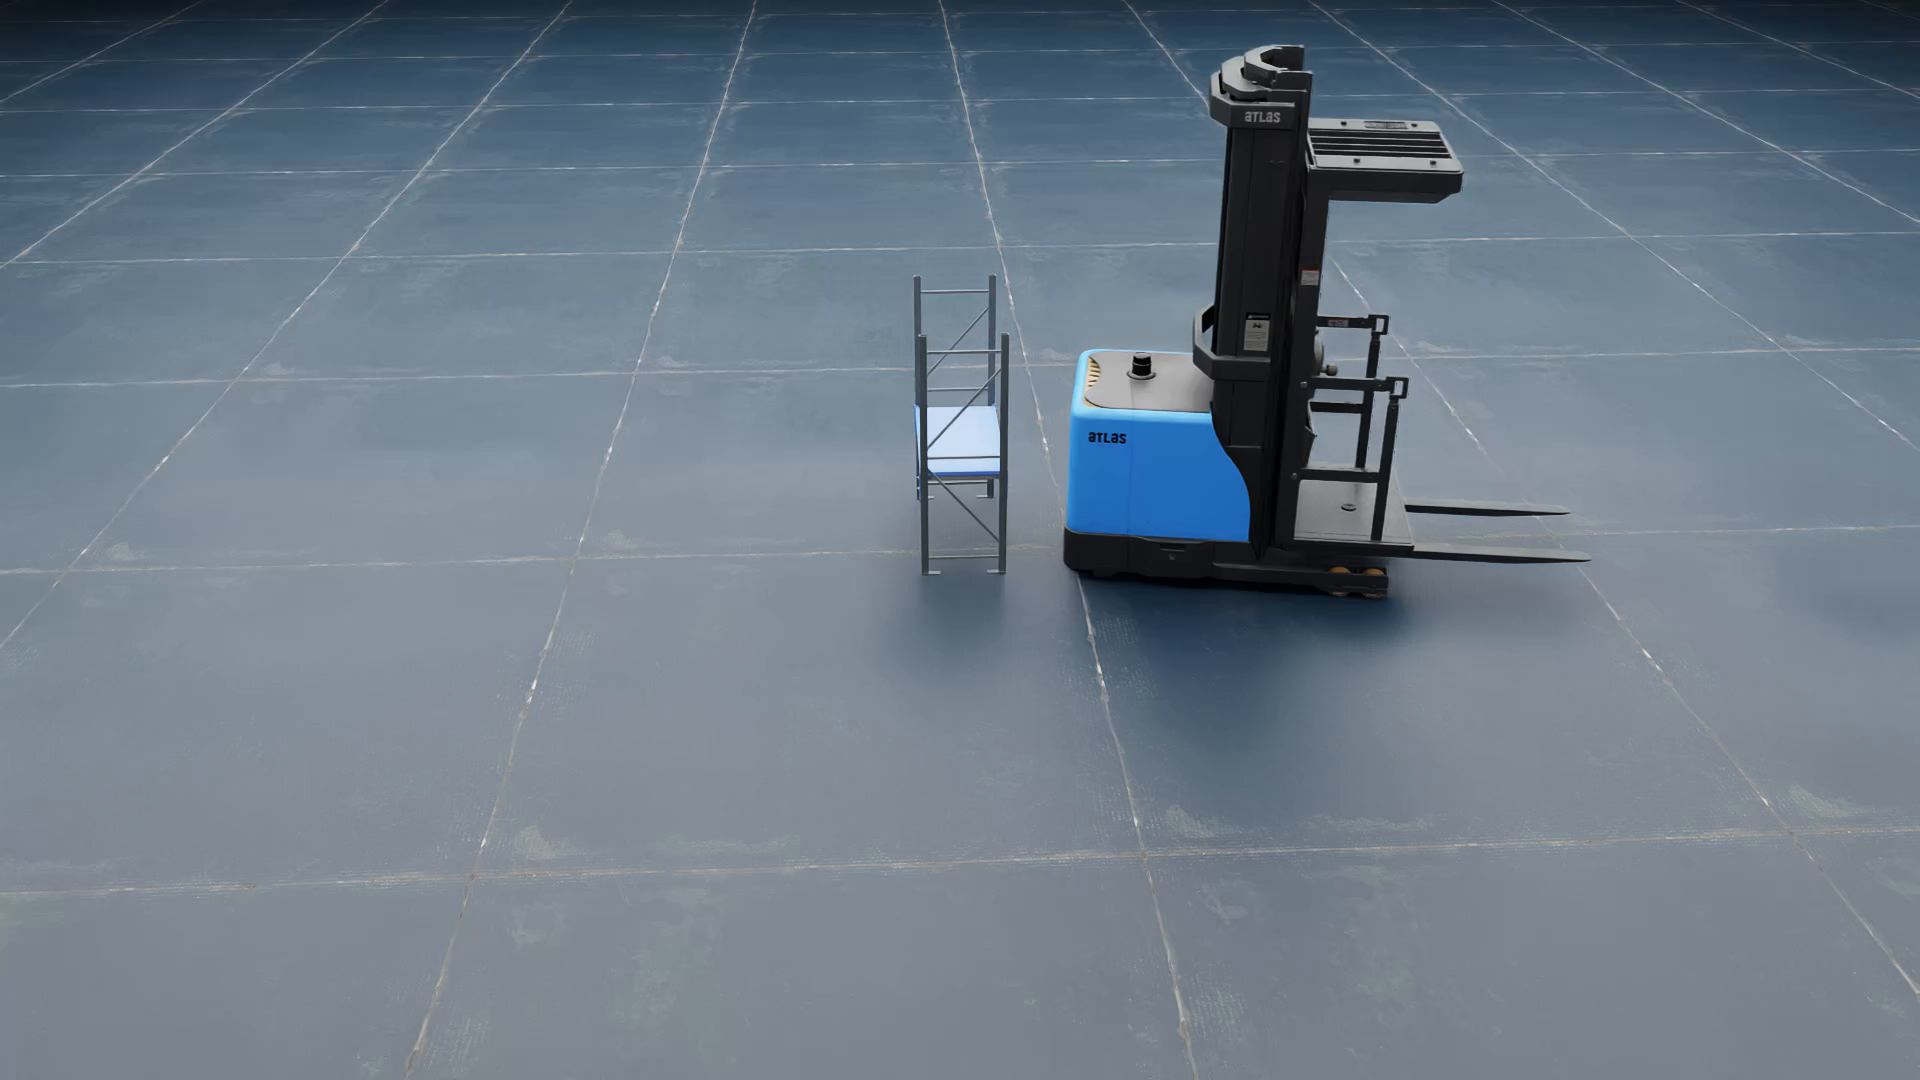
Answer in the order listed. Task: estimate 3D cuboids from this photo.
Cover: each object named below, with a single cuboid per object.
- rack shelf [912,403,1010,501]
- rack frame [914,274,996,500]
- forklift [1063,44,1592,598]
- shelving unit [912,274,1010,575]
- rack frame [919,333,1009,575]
[{"bbox_3d":[-0.004,-0.545,10.062,0.538,0.185,1.000,-1,28,-3],"label":"rack shelf"},{"bbox_3d":[-0.031,-0.939,10.429,0.500,1.500,0.032,-1,28,-3],"label":"rack frame"},{"bbox_3d":[2.167,-1.225,9.429,3.031,2.935,1.130,3,28,6],"label":"forklift"},{"bbox_3d":[-0.004,-0.704,9.979,0.538,1.500,1.048,-1,28,-3],"label":"shelving unit"},{"bbox_3d":[0.022,-0.470,9.529,0.500,1.500,0.032,-1,28,-3],"label":"rack frame"}]
